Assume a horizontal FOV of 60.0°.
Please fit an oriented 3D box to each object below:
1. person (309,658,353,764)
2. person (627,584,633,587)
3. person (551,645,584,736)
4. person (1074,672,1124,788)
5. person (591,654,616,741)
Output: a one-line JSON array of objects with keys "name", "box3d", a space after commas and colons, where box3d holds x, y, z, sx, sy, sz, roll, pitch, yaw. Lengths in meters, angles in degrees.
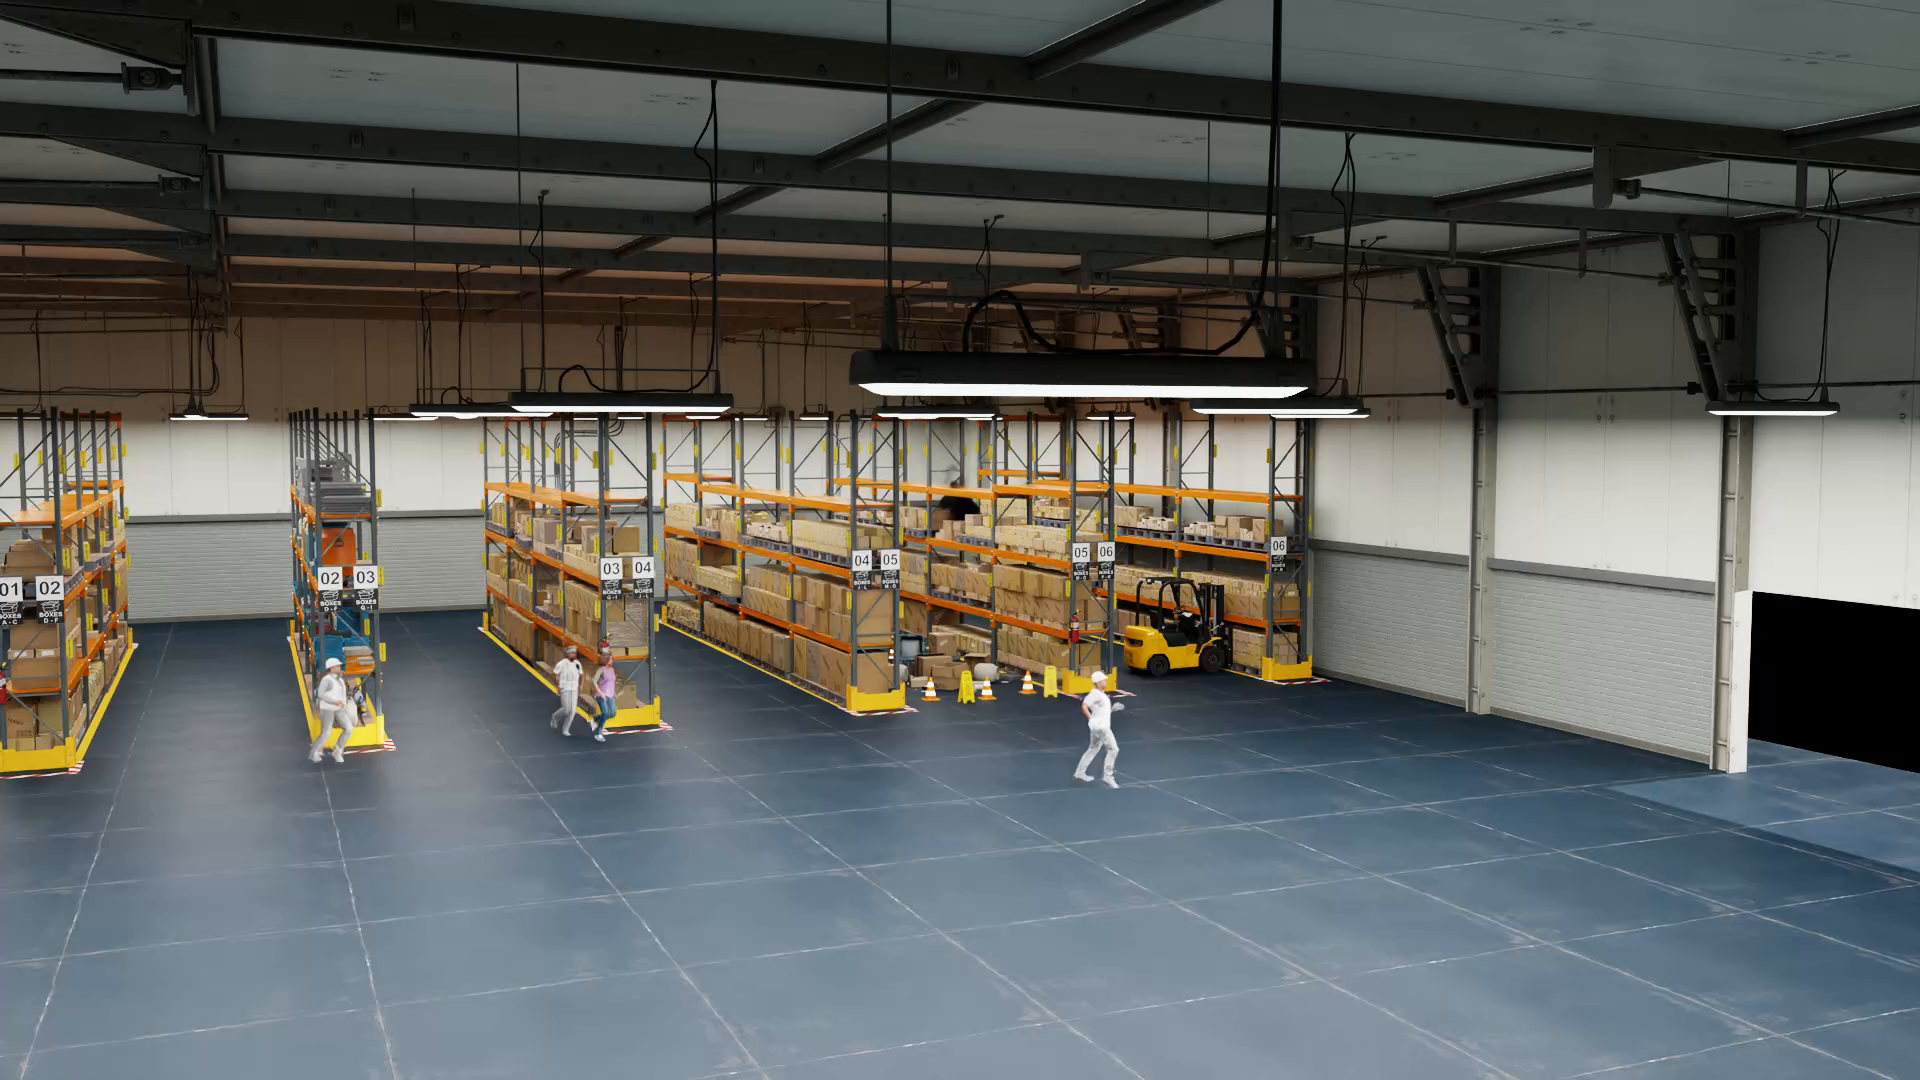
[{"name": "person", "box3d": [-10.604, 2.886, 28.151, 0.679, 1.776, 0.706, 1, 4, 17]}, {"name": "person", "box3d": [-9.638, 1.513, 47.874, 0.684, 1.713, 0.580, 2, 4, 24]}, {"name": "person", "box3d": [-7.214, 2.776, 30.719, 0.583, 1.681, 0.551, -4, 5, -43]}, {"name": "person", "box3d": [2.201, 2.995, 26.223, 0.781, 1.847, 0.660, 0, 4, 2]}, {"name": "person", "box3d": [-6.484, 2.853, 30.253, 0.505, 1.545, 0.589, 2, 5, 28]}]
